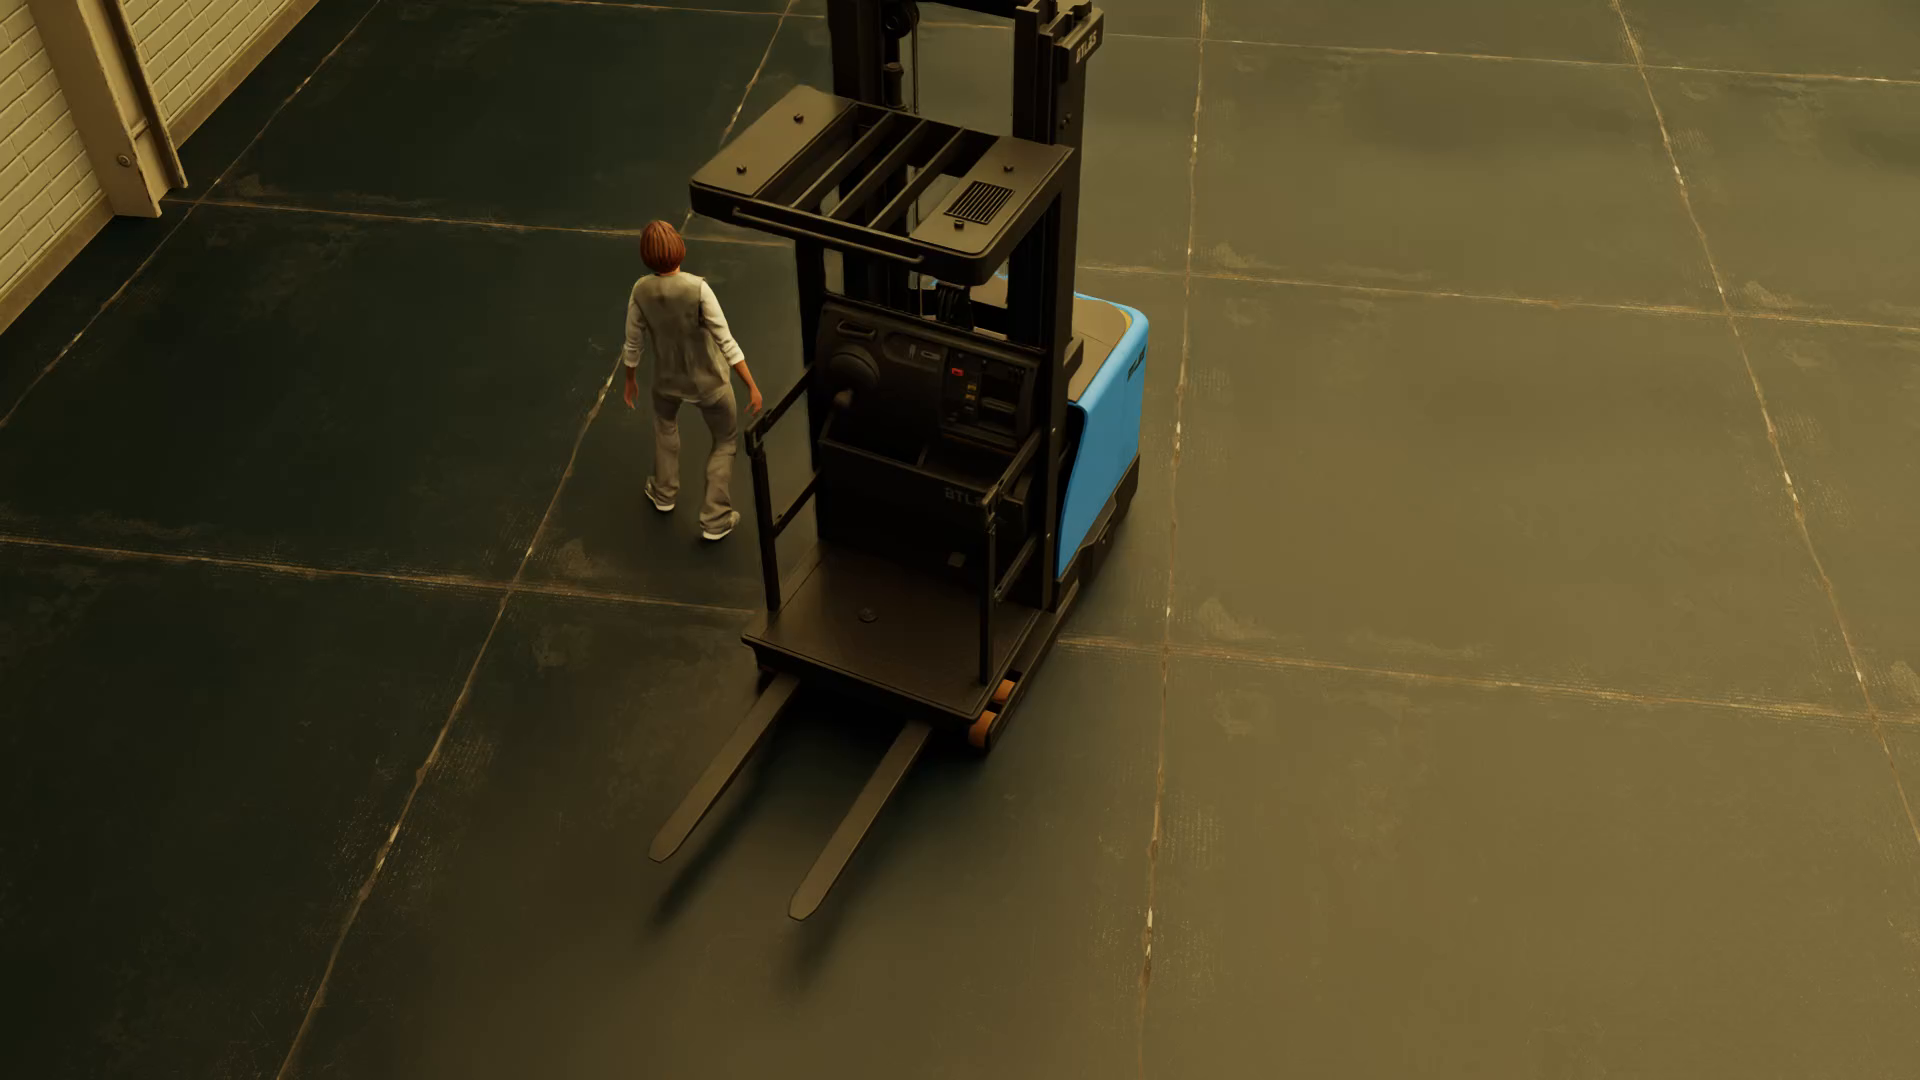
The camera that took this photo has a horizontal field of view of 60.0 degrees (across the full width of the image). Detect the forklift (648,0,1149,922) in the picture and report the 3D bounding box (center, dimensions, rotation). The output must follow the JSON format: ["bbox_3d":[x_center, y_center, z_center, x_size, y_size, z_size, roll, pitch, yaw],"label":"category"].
[{"bbox_3d":[-0.229,-0.549,6.322,1.130,2.935,3.031,18,45,18],"label":"forklift"}]

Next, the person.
[{"bbox_3d":[-1.227,-0.685,7.534,0.725,1.566,0.418,12,44,13],"label":"person"}]
